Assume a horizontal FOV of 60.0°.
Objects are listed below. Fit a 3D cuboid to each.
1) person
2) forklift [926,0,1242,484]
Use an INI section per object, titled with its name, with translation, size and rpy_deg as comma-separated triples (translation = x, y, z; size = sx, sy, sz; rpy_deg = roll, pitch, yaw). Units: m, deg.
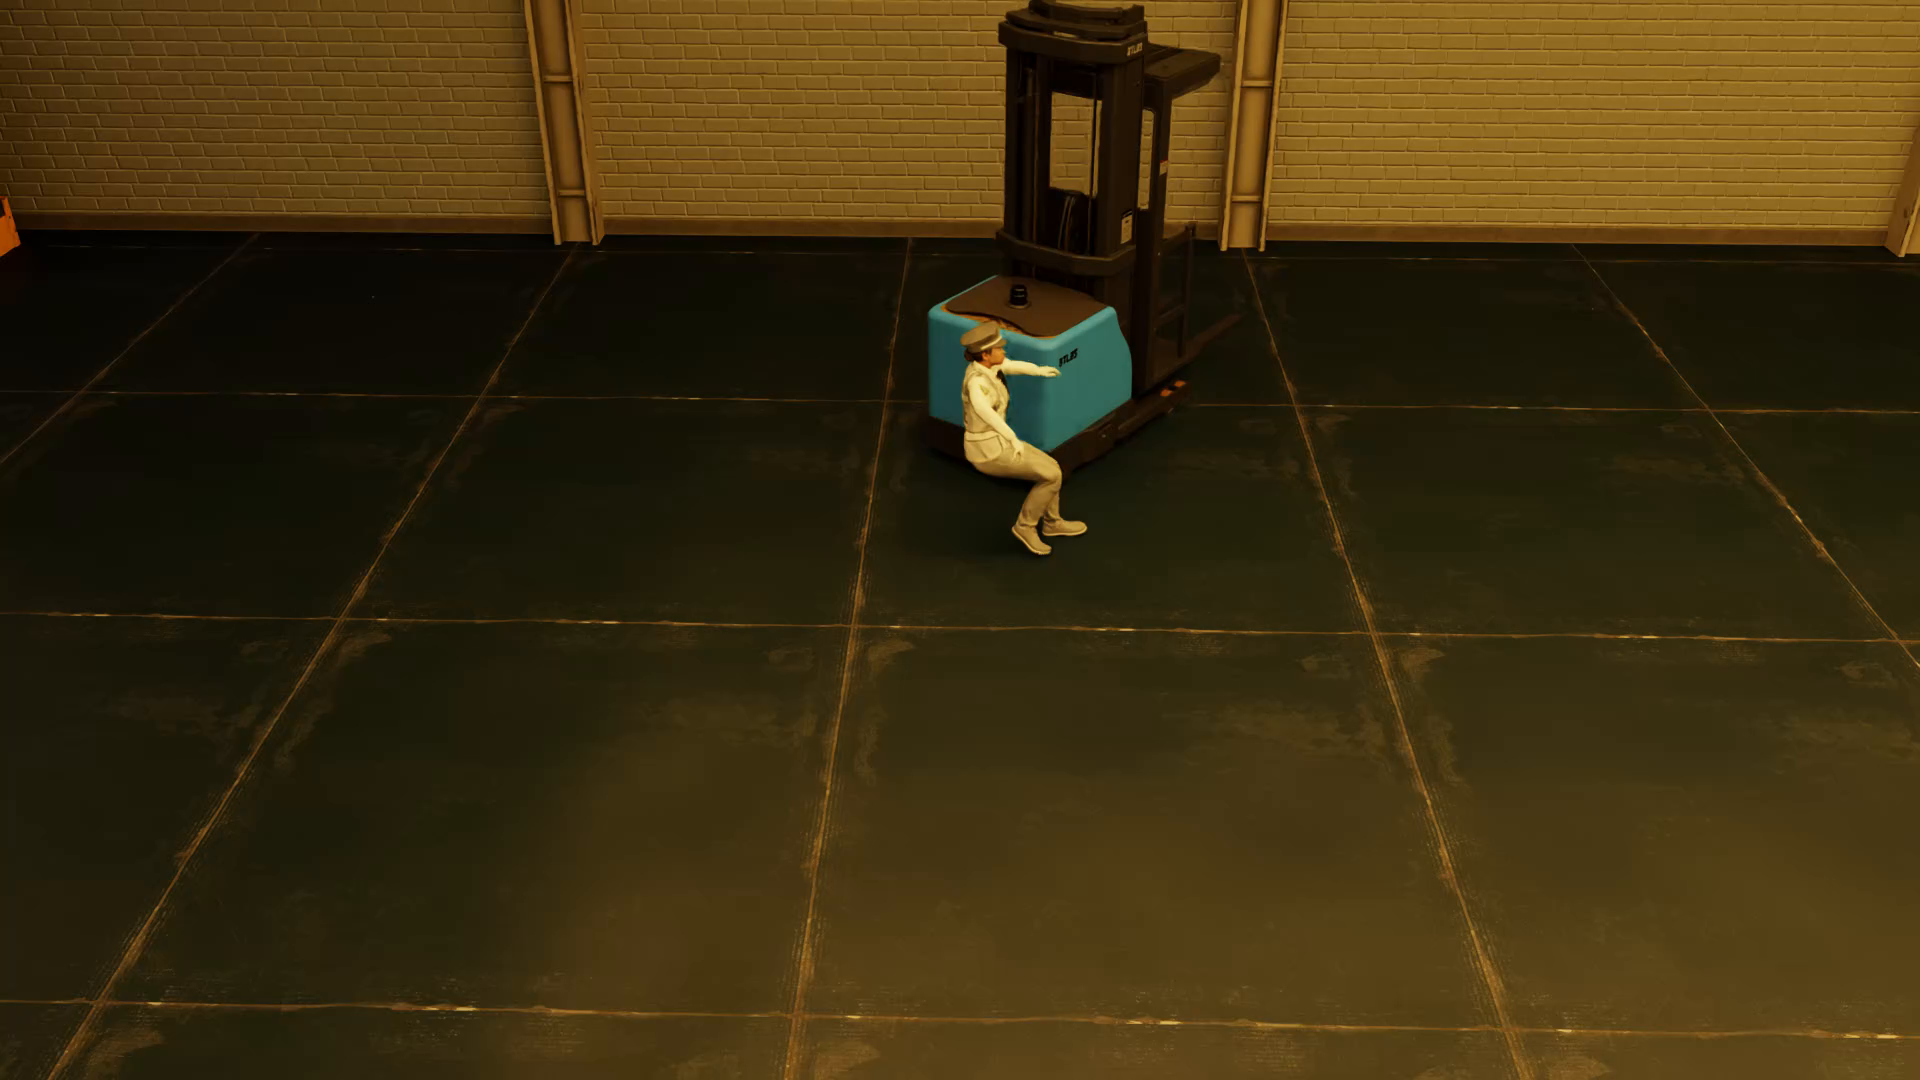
[person]
translation = 0.410, -0.615, 10.095
size = 0.808, 1.457, 1.013
rpy_deg = -2, 31, -4
[forklift]
translation = 1.046, -2.319, 11.548
size = 1.130, 2.935, 3.031
rpy_deg = 21, 36, 31
